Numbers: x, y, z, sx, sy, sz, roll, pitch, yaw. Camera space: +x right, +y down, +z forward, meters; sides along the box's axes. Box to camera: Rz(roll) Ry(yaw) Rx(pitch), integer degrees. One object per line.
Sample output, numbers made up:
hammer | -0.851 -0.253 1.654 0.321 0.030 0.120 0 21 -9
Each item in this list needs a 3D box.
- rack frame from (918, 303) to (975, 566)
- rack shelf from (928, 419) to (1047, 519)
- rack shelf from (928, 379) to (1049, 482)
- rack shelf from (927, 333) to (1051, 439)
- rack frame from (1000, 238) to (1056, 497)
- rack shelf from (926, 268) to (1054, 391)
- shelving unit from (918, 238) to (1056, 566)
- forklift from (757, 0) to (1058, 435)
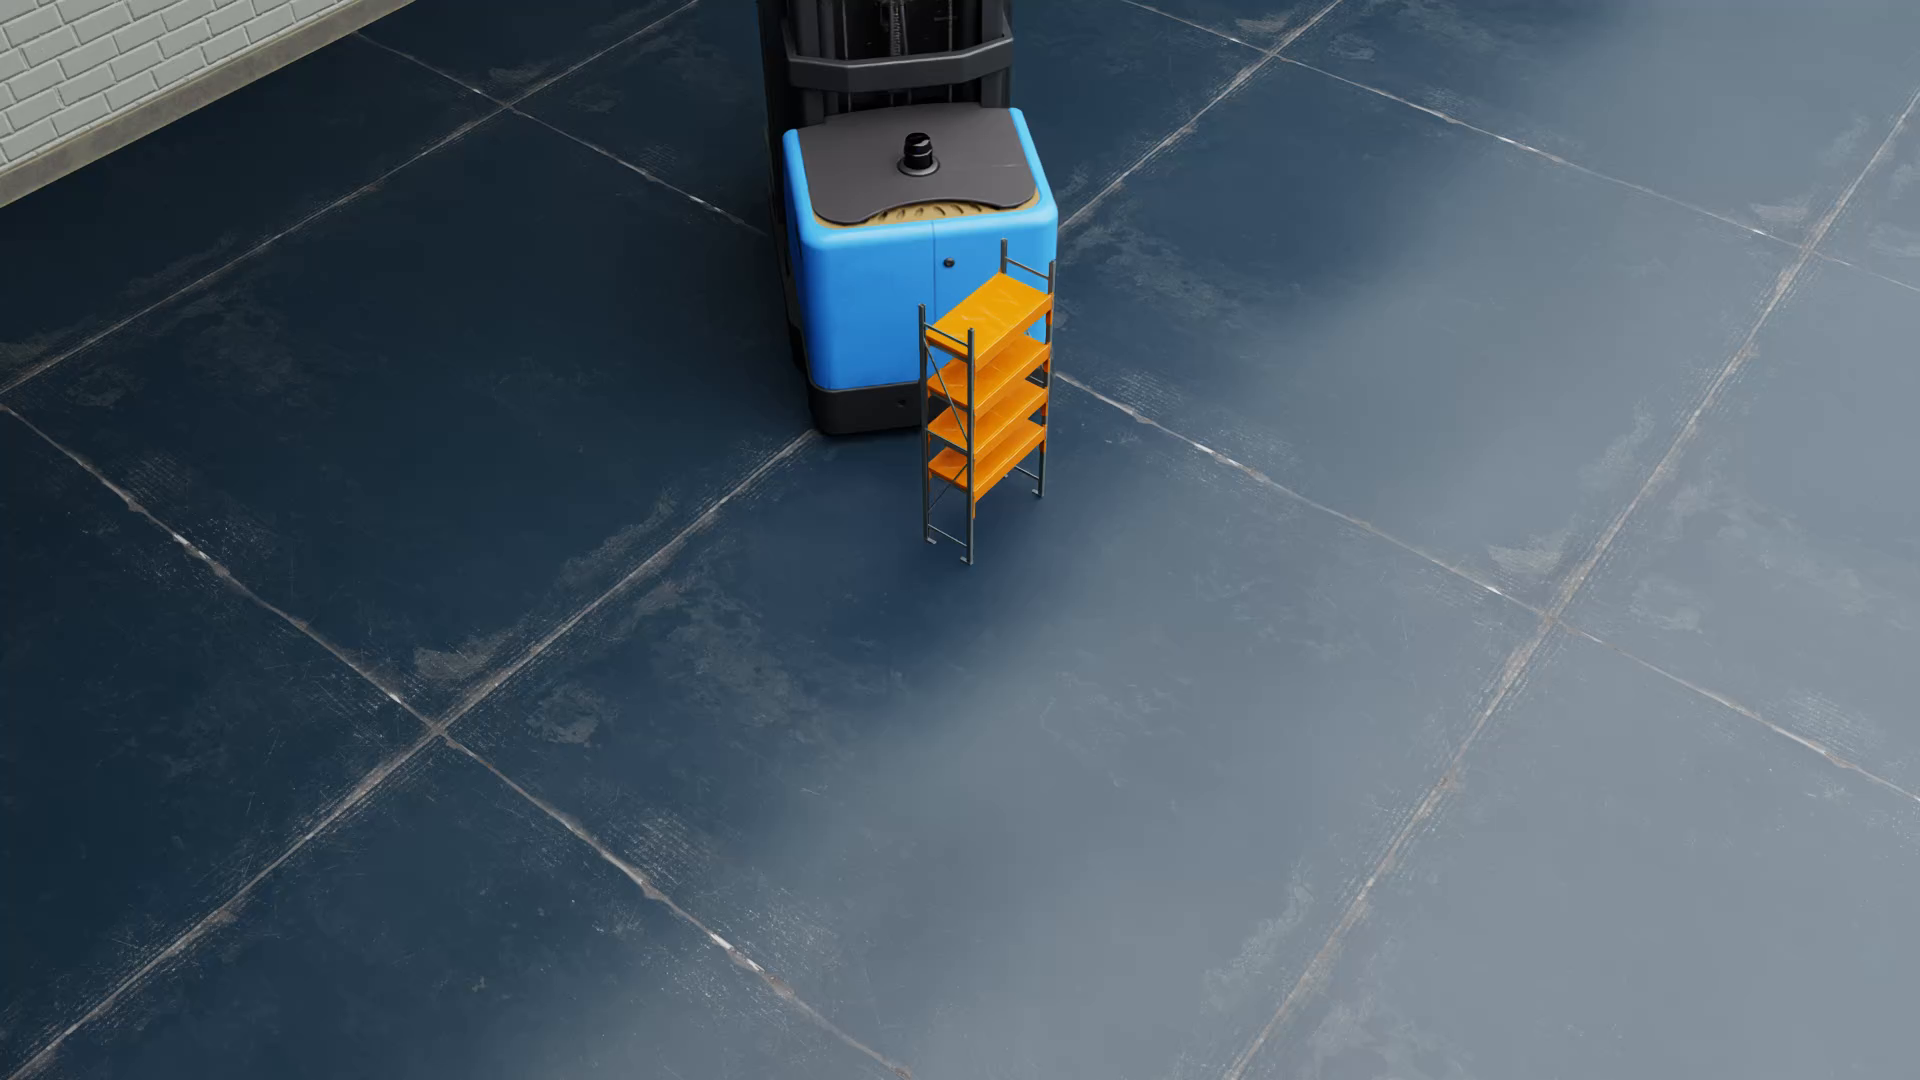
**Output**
rack frame | -0.048 -0.370 6.273 0.240 1.200 0.015 29 53 25
rack shelf | 0.101 -0.326 6.599 0.258 0.148 0.480 29 53 25
rack shelf | 0.101 -0.463 6.455 0.258 0.148 0.480 29 53 25
rack shelf | 0.101 -0.617 6.294 0.258 0.148 0.480 29 53 25
rack frame | 0.250 -0.649 6.540 0.240 1.200 0.015 29 53 25
rack shelf | 0.101 -0.781 6.122 0.258 0.148 0.480 29 53 25
shelving unit | 0.101 -0.509 6.407 0.258 1.200 0.503 29 53 25
forklift | -0.360 -2.543 7.152 1.130 2.935 3.031 -7 47 -7
